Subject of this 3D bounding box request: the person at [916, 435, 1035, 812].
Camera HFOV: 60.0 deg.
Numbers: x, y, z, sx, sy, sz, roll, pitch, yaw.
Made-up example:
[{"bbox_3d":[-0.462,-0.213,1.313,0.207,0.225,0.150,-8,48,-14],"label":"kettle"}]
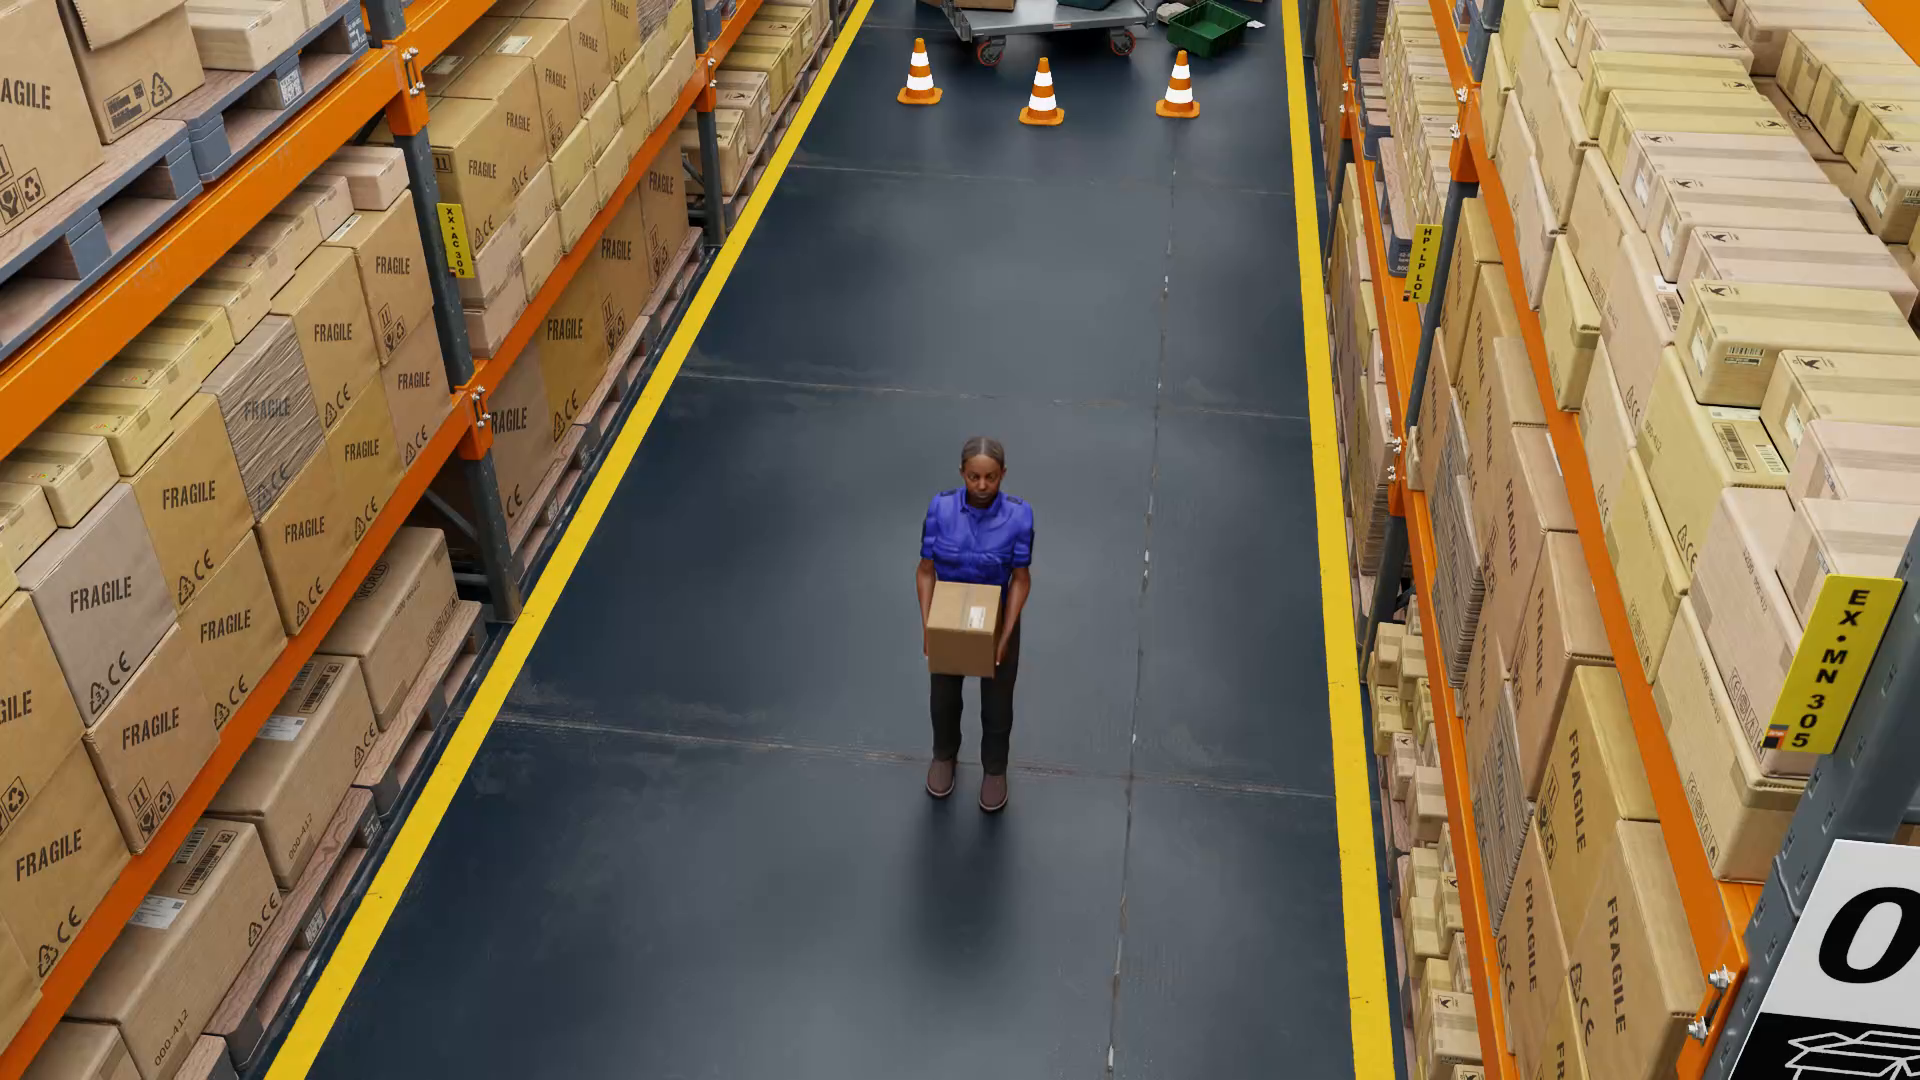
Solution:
[{"bbox_3d":[0.048,0.374,6.542,0.449,1.645,0.521,5,37,6],"label":"person"}]
